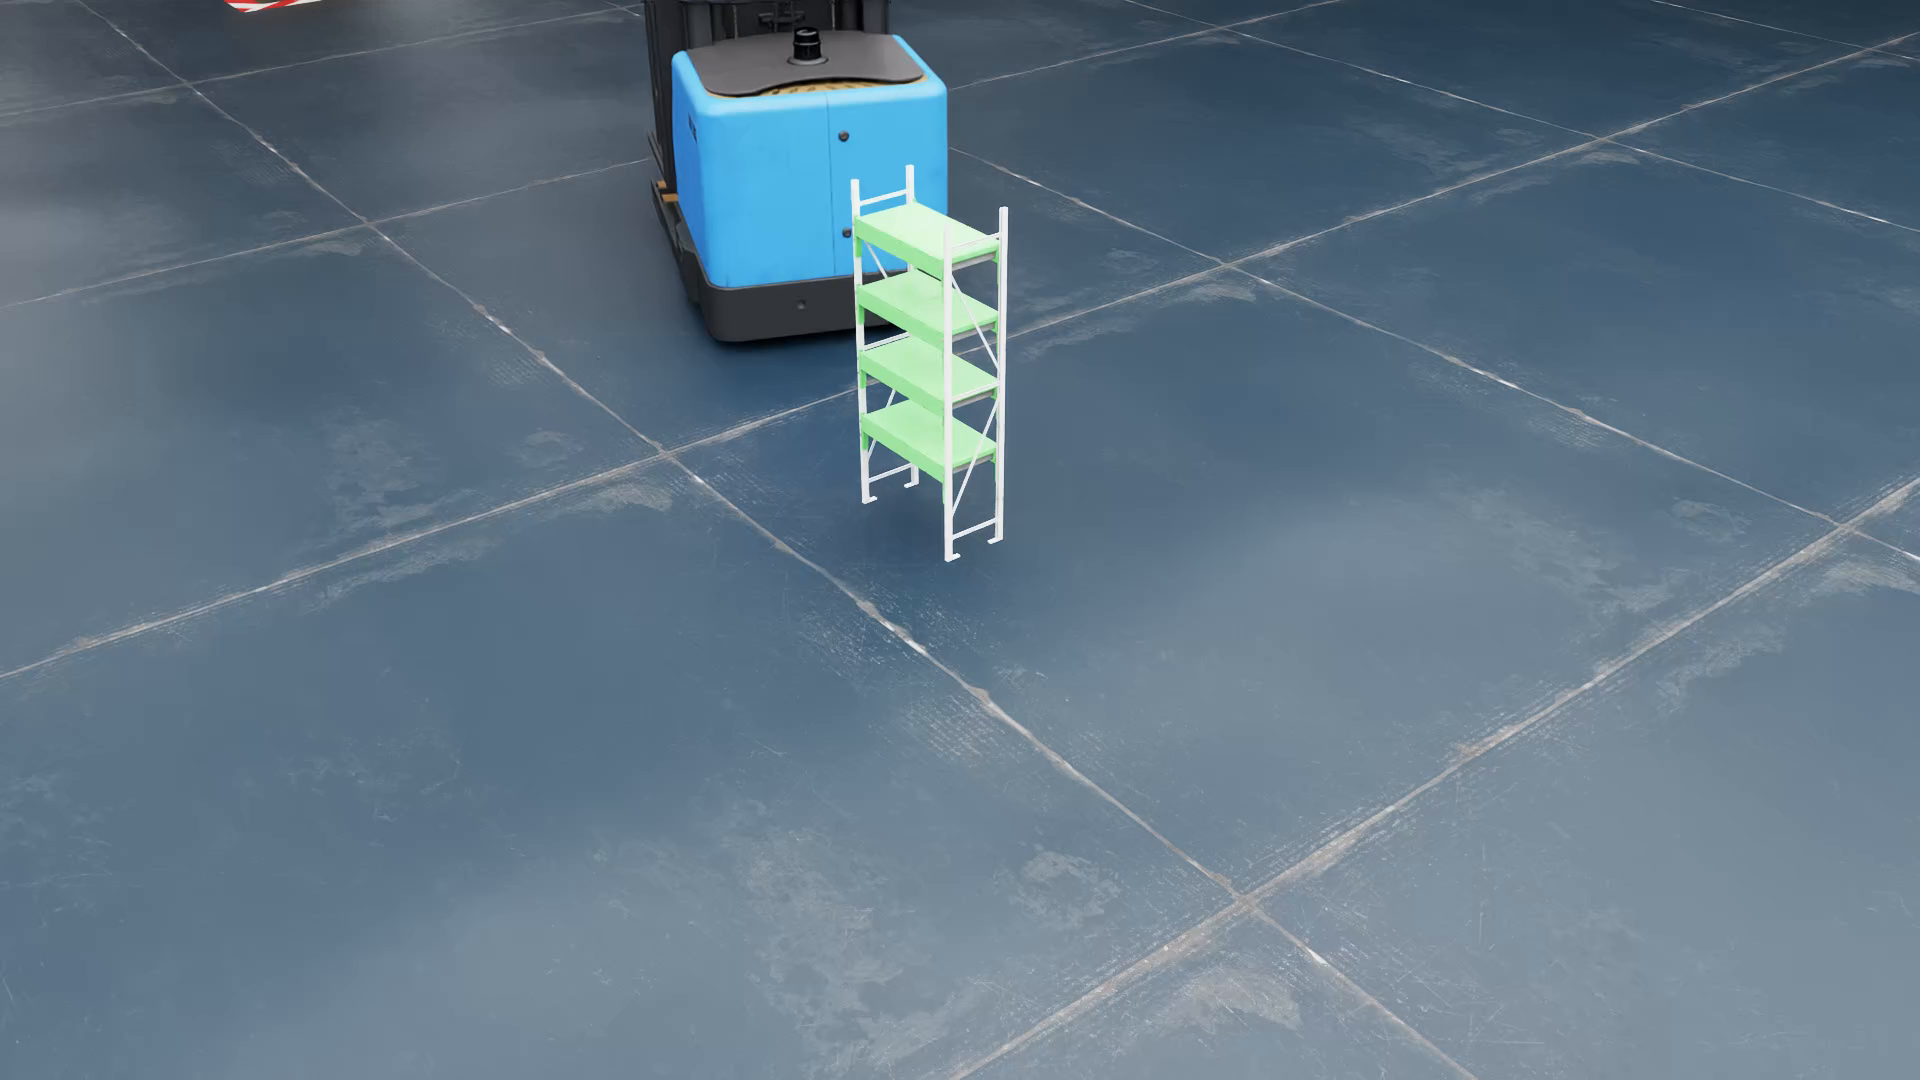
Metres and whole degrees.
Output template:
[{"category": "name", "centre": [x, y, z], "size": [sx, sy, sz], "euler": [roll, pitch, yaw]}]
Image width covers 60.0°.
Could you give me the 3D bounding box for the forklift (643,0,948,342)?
[{"category": "forklift", "centre": [-0.929, -2.841, 7.546], "size": [1.130, 2.935, 3.031], "euler": [-9, 33, -13]}]

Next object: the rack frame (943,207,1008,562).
[{"category": "rack frame", "centre": [0.048, -0.477, 5.381], "size": [0.240, 1.200, 0.015], "euler": [-22, 38, -31]}]

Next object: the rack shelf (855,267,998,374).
[{"category": "rack shelf", "centre": [-0.101, -0.728, 5.452], "size": [0.258, 0.148, 0.480], "euler": [-22, 38, -31]}]

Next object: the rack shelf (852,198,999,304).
[{"category": "rack shelf", "centre": [-0.101, -0.932, 5.325], "size": [0.258, 0.148, 0.480], "euler": [-22, 38, -31]}]

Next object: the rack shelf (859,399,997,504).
[{"category": "rack shelf", "centre": [-0.102, -0.321, 5.705], "size": [0.258, 0.148, 0.480], "euler": [-22, 38, -31]}]

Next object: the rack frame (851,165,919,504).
[{"category": "rack frame", "centre": [-0.251, -0.680, 5.708], "size": [0.240, 1.200, 0.015], "euler": [-22, 38, -31]}]

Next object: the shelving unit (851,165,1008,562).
[{"category": "shelving unit", "centre": [-0.102, -0.579, 5.545], "size": [0.258, 1.200, 0.503], "euler": [-22, 38, -31]}]

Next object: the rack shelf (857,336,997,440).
[{"category": "rack shelf", "centre": [-0.102, -0.524, 5.578], "size": [0.258, 0.148, 0.480], "euler": [-22, 38, -31]}]
